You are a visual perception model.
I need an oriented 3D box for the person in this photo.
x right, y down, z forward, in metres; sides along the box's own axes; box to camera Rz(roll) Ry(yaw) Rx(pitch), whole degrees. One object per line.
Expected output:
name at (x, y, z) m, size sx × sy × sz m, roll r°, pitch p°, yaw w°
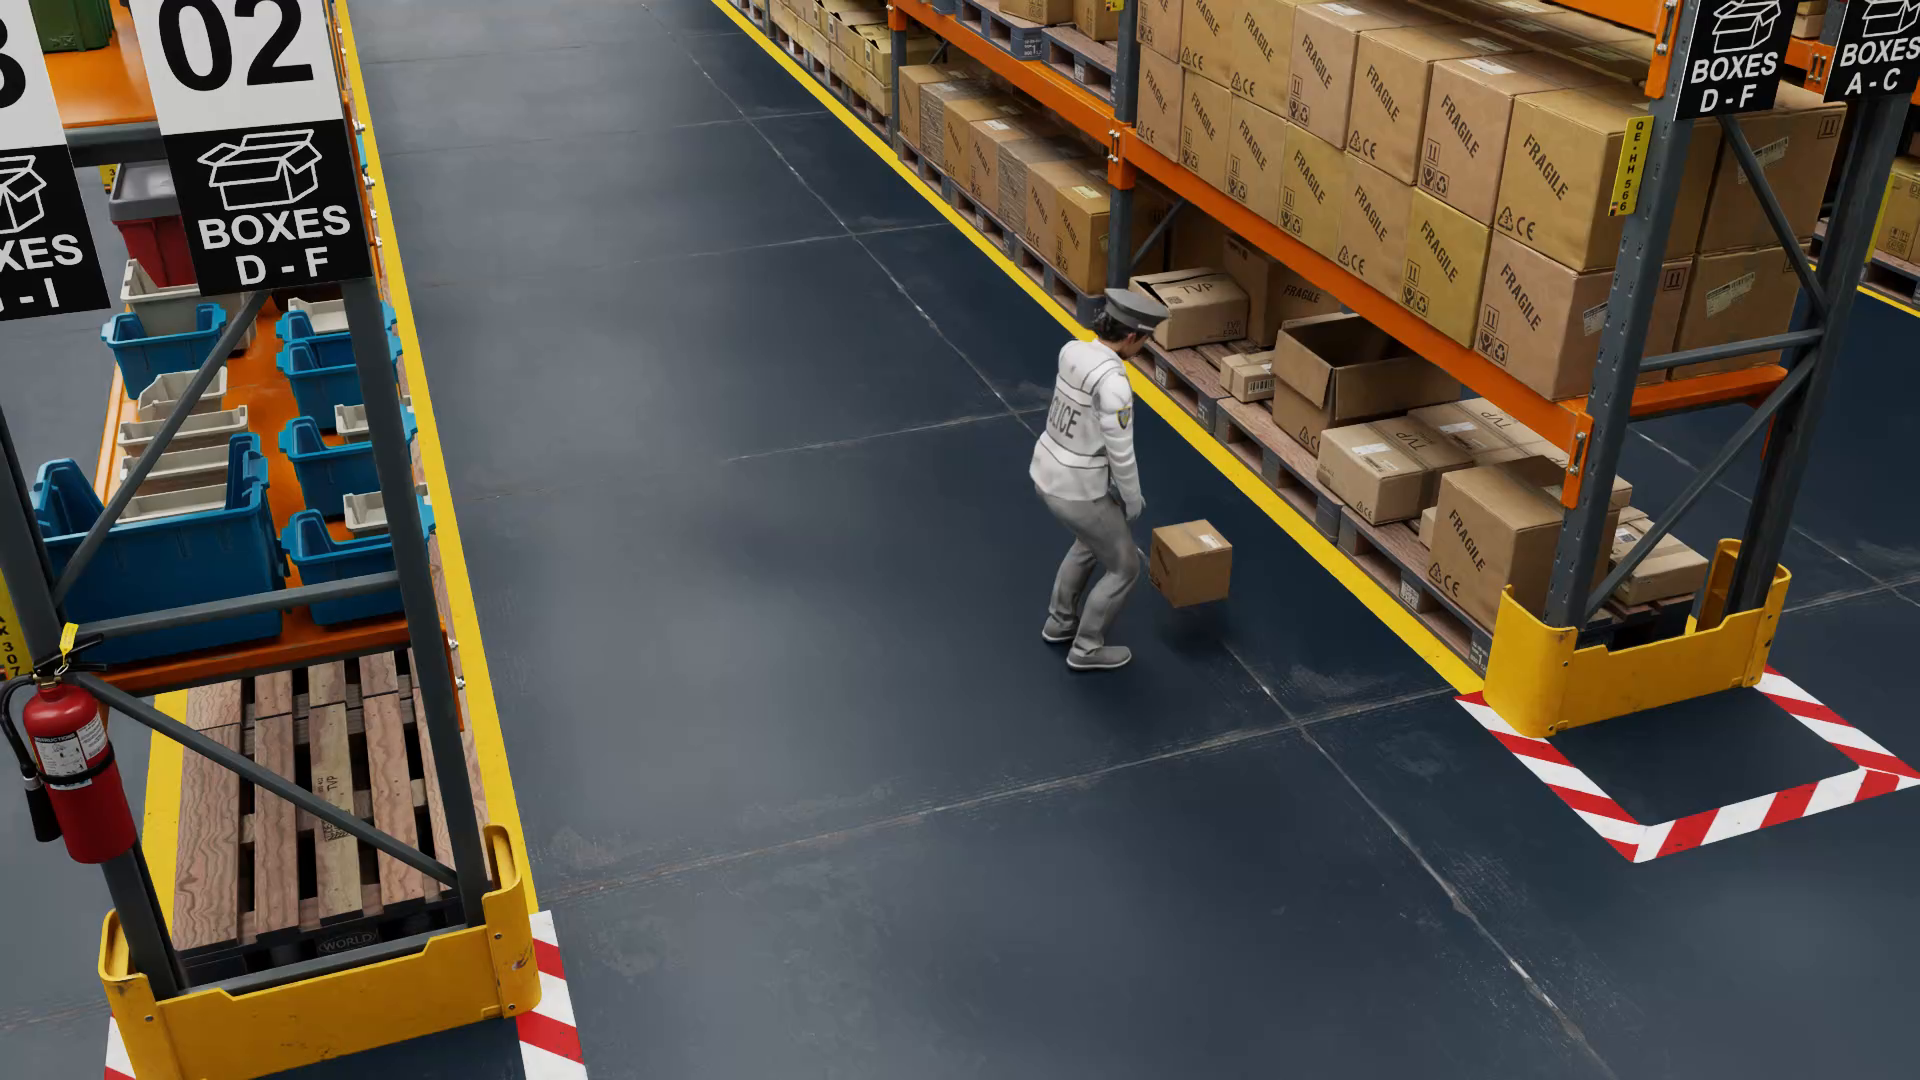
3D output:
person at (0.537, -0.236, 6.639) m, size 0.526 × 1.576 × 0.516 m, roll -10°, pitch 31°, yaw -16°
